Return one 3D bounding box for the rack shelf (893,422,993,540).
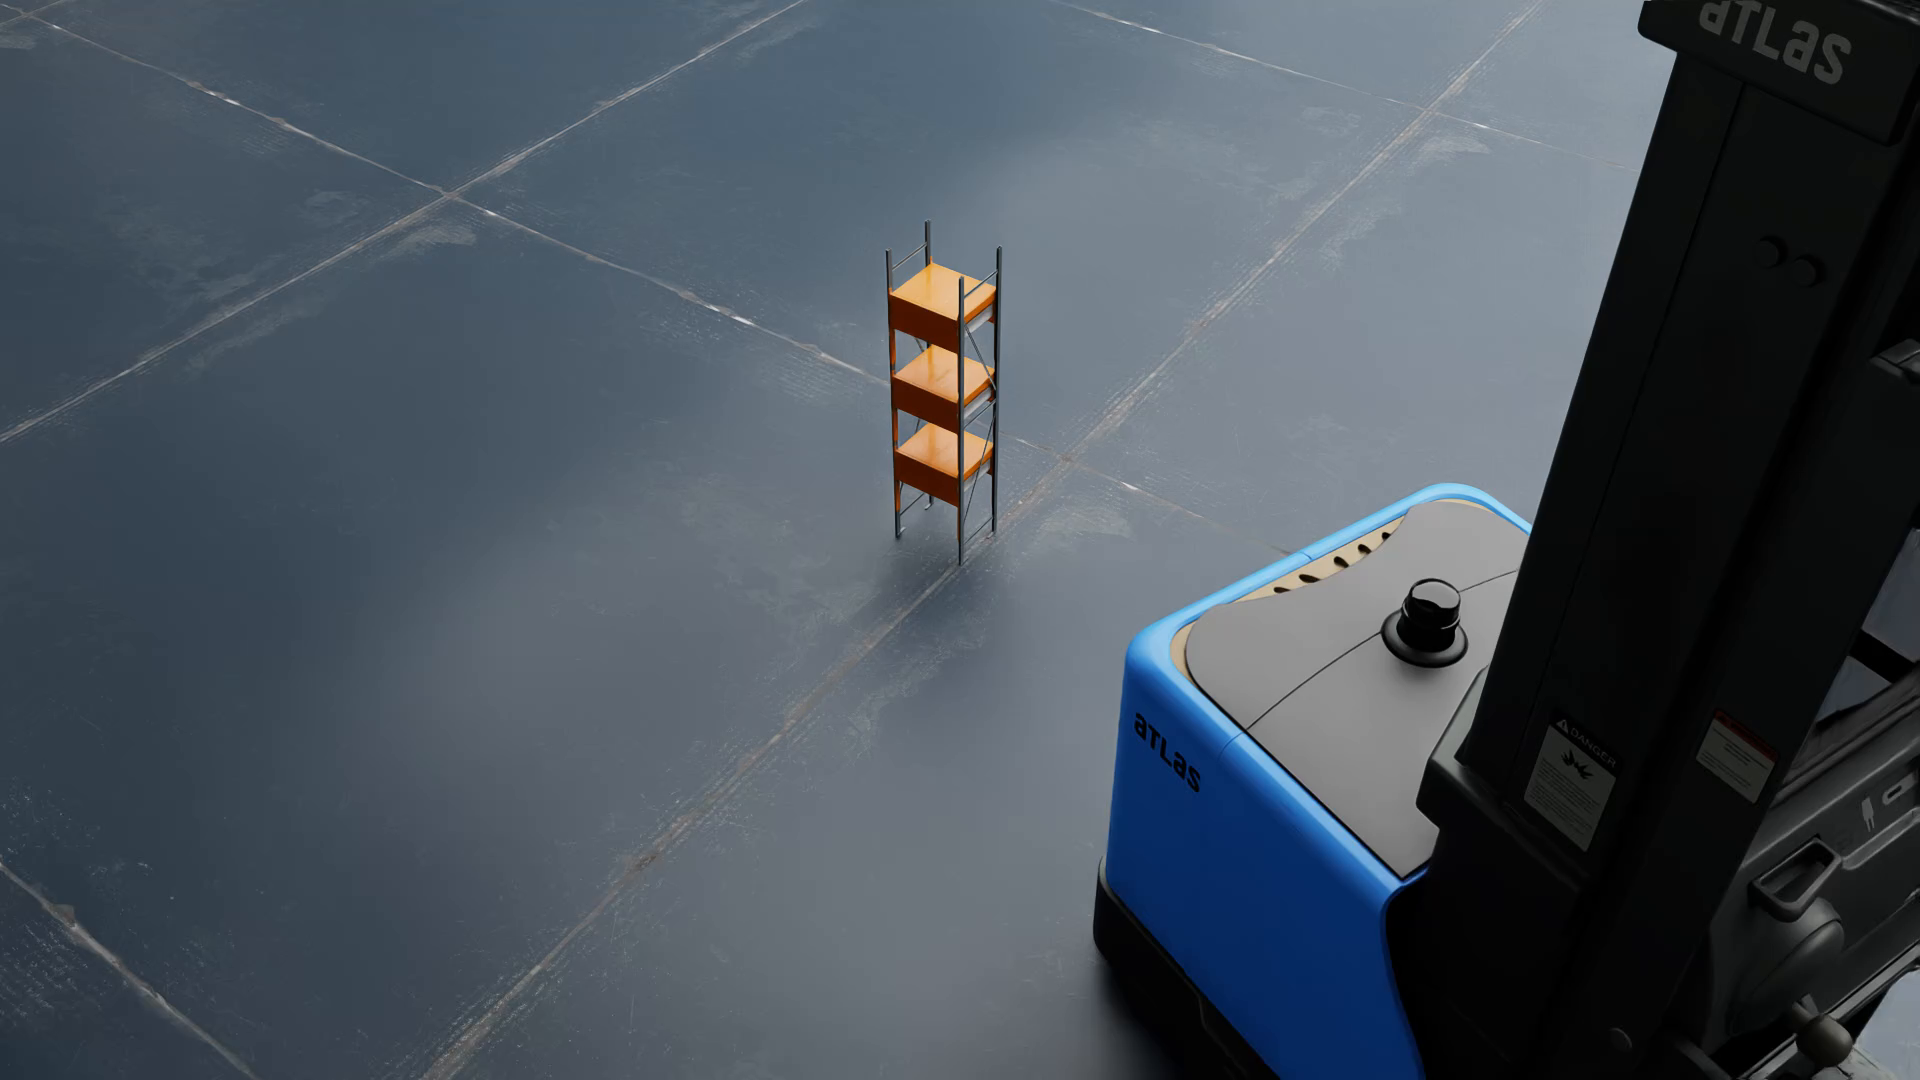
[{"bbox_3d":[-0.044,-0.197,5.115,0.240,0.259,0.215,25,48,25],"label":"rack shelf"}]

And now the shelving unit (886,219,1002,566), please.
[{"bbox_3d":[-0.044,-0.412,4.923,0.252,1.050,0.215,25,48,25],"label":"shelving unit"}]

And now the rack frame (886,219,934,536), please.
[{"bbox_3d":[-0.144,-0.458,4.975,0.008,1.050,0.200,25,48,25],"label":"rack frame"}]

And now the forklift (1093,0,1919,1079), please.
[{"bbox_3d":[1.560,0.549,2.439,1.130,2.935,3.031,-24,47,-24],"label":"forklift"}]

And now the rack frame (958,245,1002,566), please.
[{"bbox_3d":[0.056,-0.365,4.871,0.008,1.050,0.200,25,48,25],"label":"rack frame"}]

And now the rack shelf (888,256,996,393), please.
[{"bbox_3d":[-0.044,-0.615,4.741,0.240,0.259,0.215,25,48,25],"label":"rack shelf"}]

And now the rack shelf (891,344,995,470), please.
[{"bbox_3d":[-0.044,-0.404,4.930,0.240,0.259,0.215,25,48,25],"label":"rack shelf"}]
